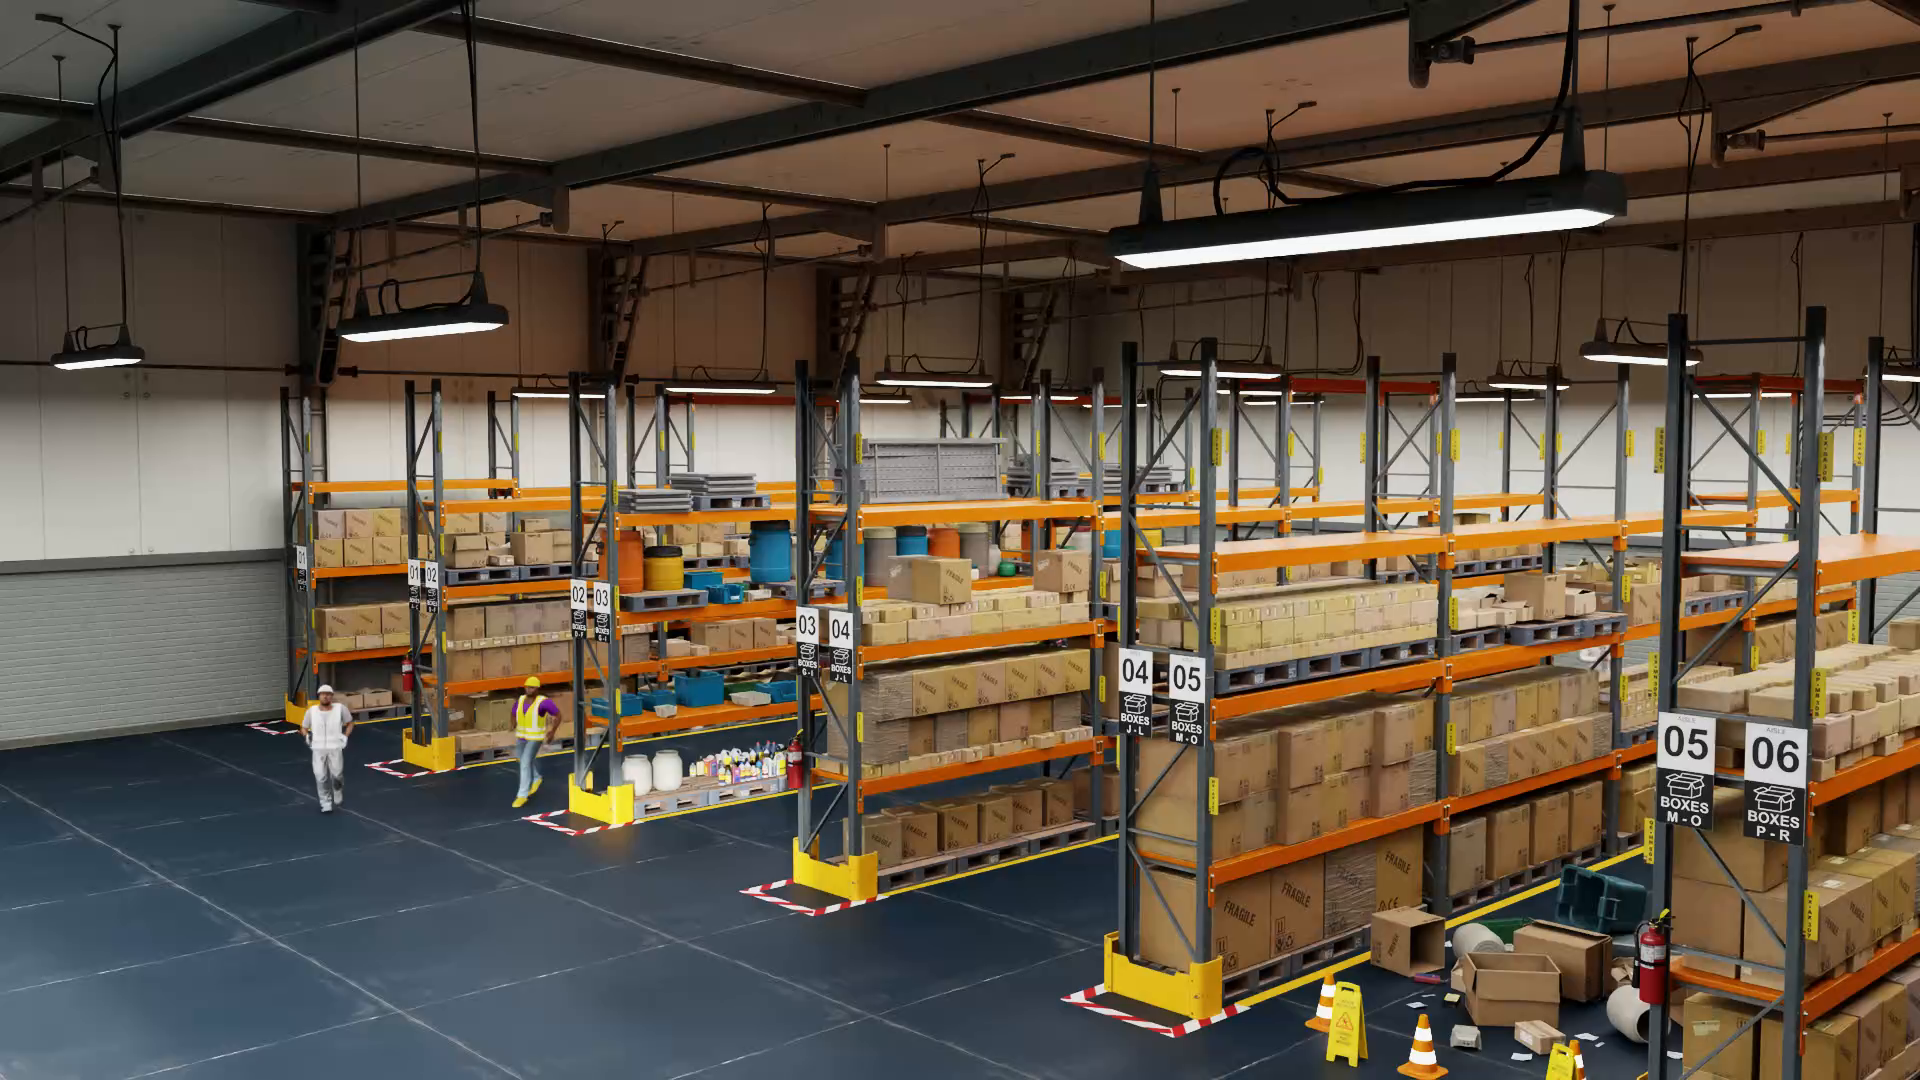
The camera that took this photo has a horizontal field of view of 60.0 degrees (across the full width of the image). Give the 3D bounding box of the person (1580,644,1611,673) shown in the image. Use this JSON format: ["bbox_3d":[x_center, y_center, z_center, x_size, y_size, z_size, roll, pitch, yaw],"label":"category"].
[{"bbox_3d":[11.374,2.403,29.626,0.723,1.767,1.046,-1,4,-10],"label":"person"}]

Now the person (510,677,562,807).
[{"bbox_3d":[-5.991,2.798,23.342,0.755,1.784,0.848,1,4,22],"label":"person"}]

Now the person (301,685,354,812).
[{"bbox_3d":[-8.638,2.843,22.691,0.676,1.735,0.610,-1,4,-16],"label":"person"}]
